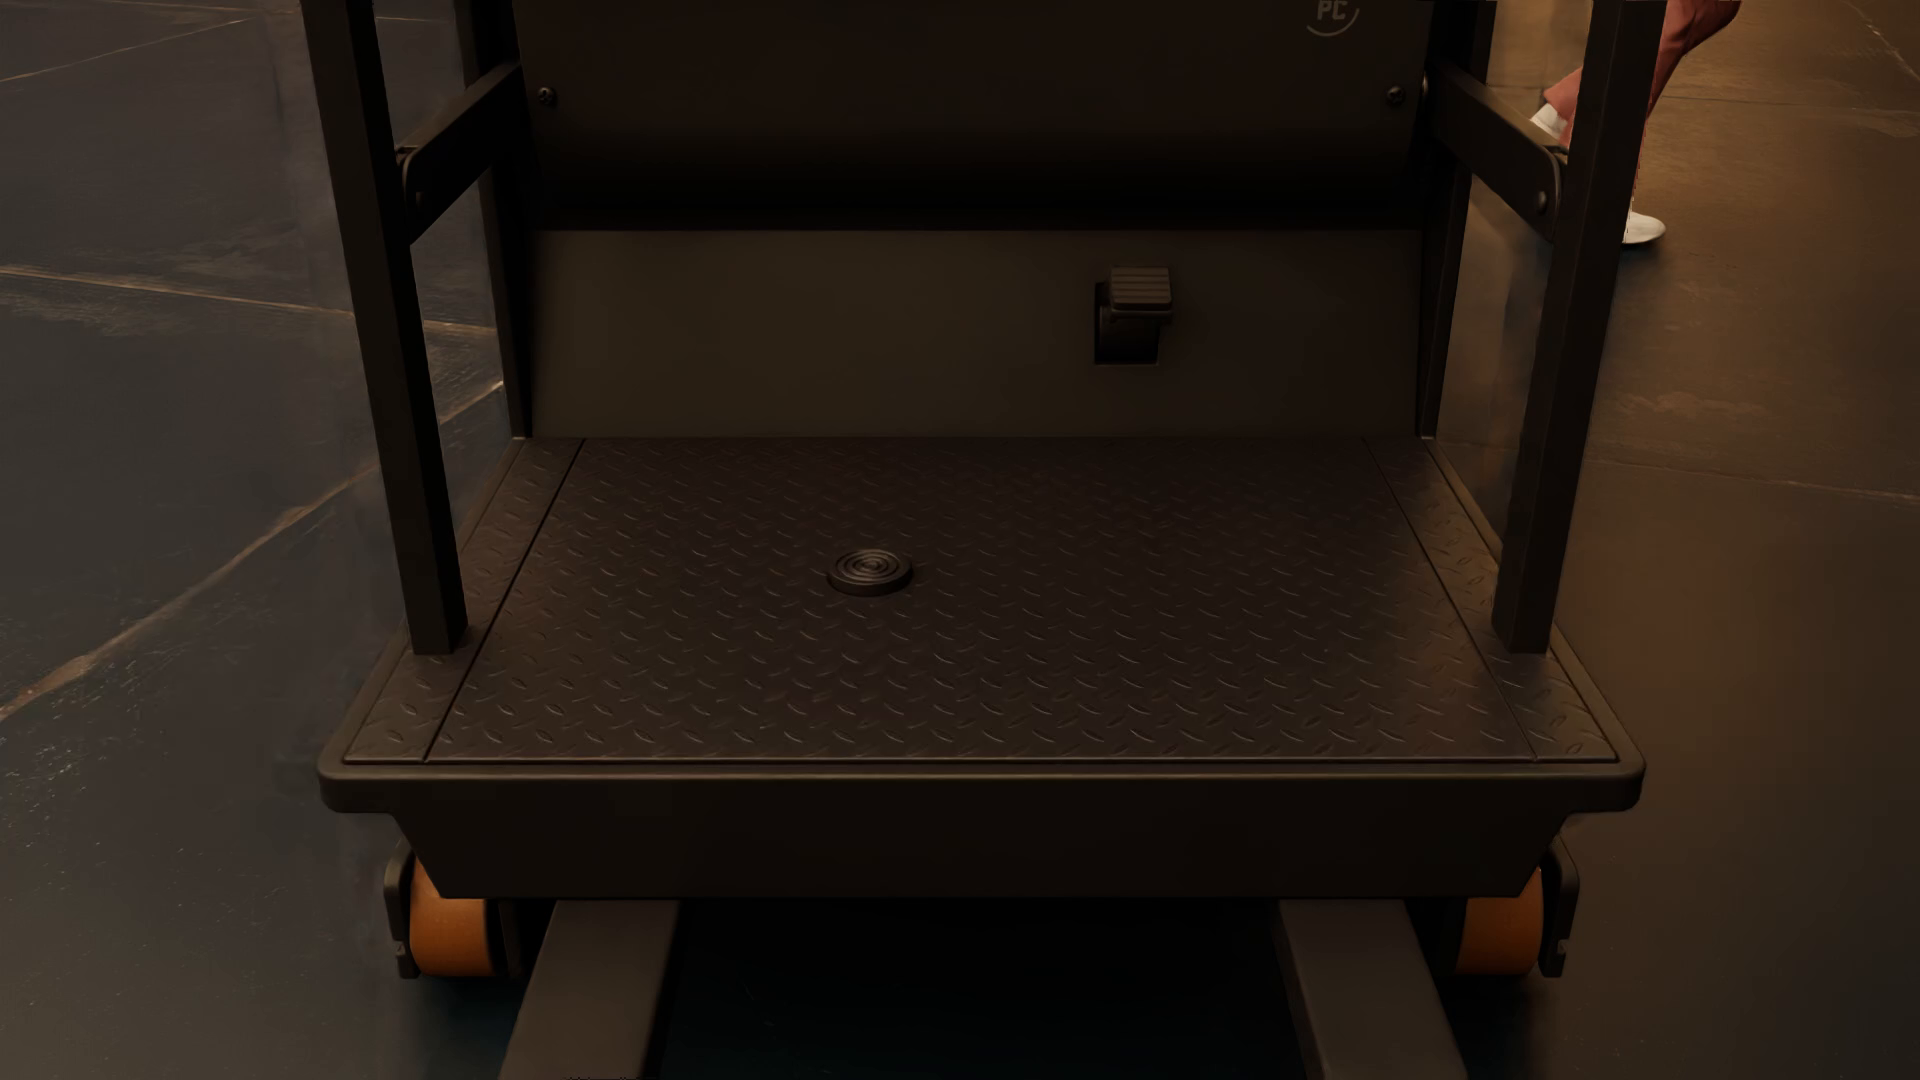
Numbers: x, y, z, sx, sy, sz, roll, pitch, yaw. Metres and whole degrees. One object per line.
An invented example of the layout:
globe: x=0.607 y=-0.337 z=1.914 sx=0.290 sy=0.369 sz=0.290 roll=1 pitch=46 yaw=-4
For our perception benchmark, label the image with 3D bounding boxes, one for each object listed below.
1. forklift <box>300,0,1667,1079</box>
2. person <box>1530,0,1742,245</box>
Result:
forklift: x=0.016 y=-1.013 z=1.261 sx=1.130 sy=2.935 sz=3.031 roll=0 pitch=27 yaw=0
person: x=1.548 y=-1.526 z=3.757 sx=0.484 sy=1.572 sz=0.692 roll=14 pitch=30 yaw=26
